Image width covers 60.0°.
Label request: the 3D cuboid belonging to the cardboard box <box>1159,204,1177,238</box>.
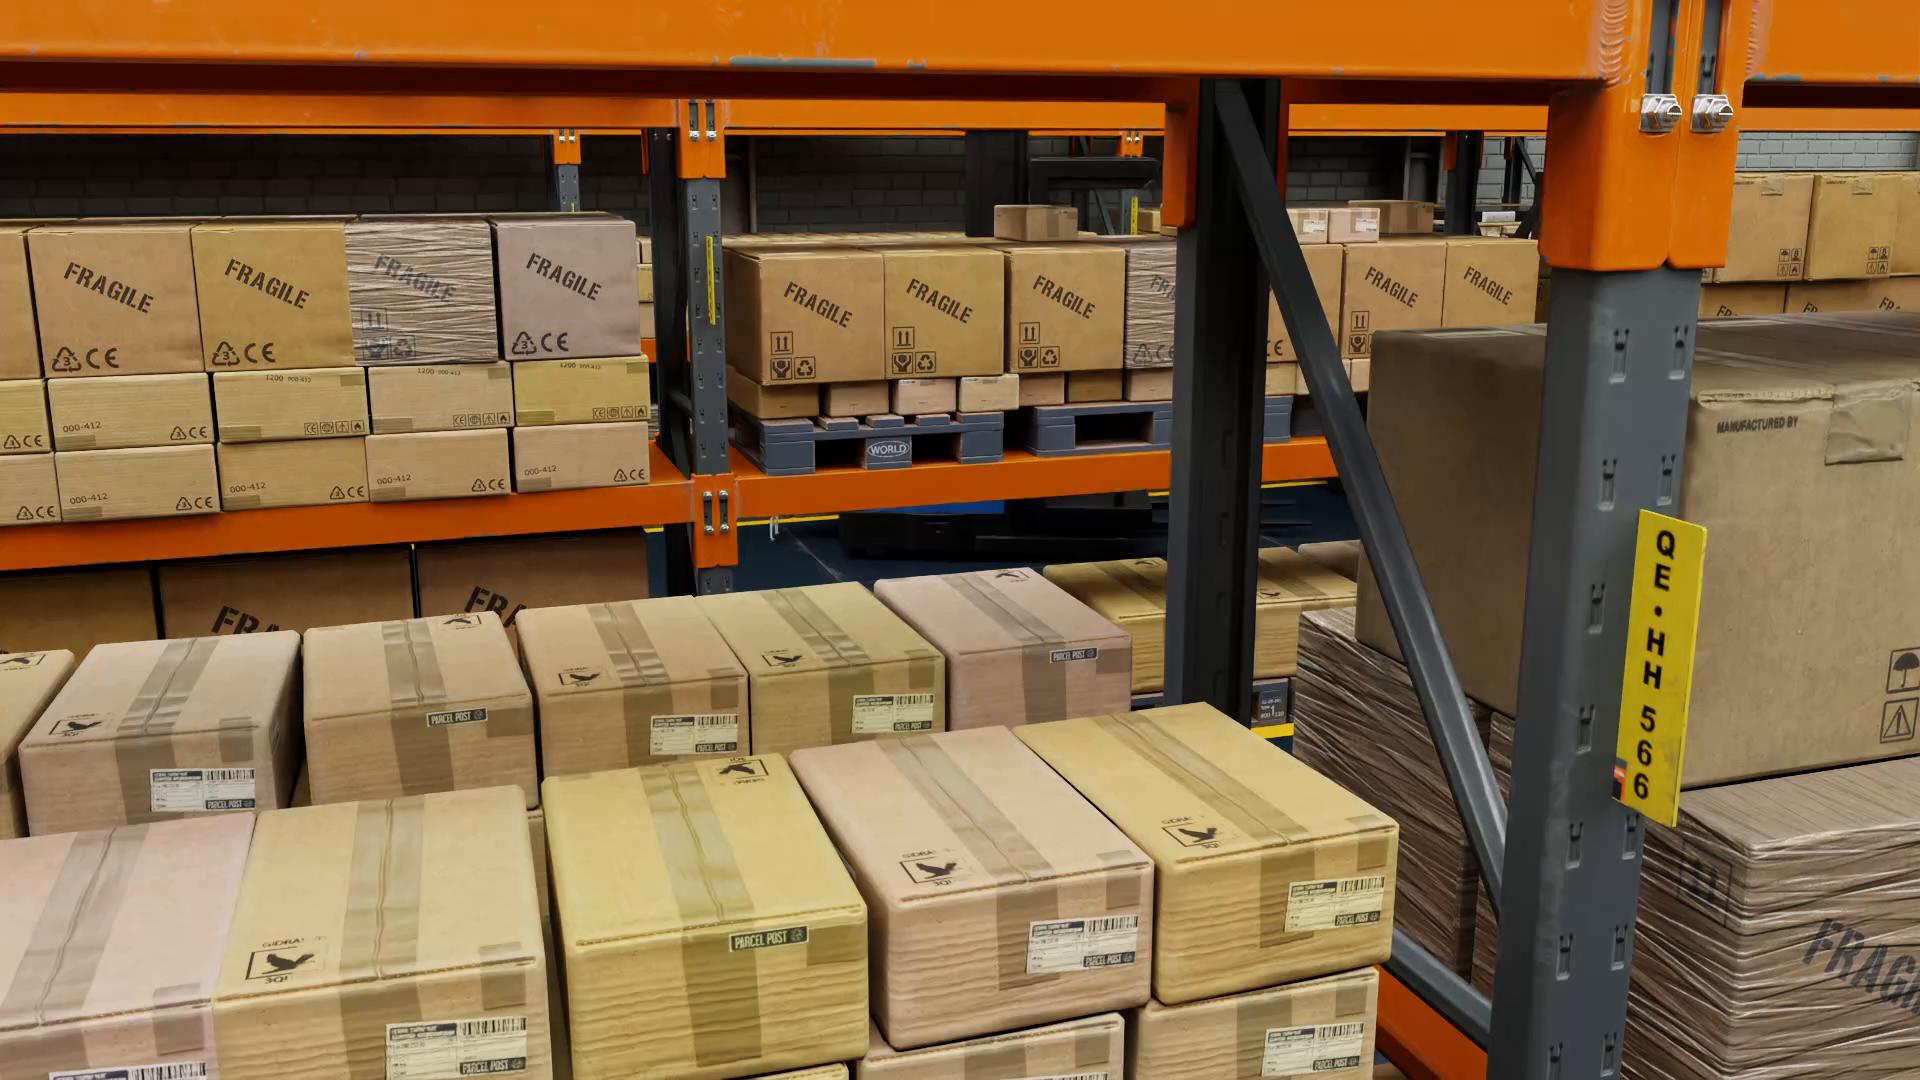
[{"bbox_3d":[1.115,-1.485,7.735,0.250,0.149,0.380,-4,14,-15],"label":"cardboard box"}]

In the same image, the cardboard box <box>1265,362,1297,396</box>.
[{"bbox_3d":[1.299,-0.743,7.419,0.250,0.149,0.380,-4,14,-18],"label":"cardboard box"}]

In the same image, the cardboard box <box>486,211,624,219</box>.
[{"bbox_3d":[-1.666,-1.089,6.860,0.500,0.500,0.500,-5,14,-20],"label":"cardboard box"}]

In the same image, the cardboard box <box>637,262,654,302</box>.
[{"bbox_3d":[-2.201,-1.769,11.340,0.500,0.250,0.500,-4,14,-18],"label":"cardboard box"}]

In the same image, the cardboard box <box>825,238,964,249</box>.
[{"bbox_3d":[-0.292,-1.069,7.388,0.500,0.500,0.500,-5,14,-19],"label":"cardboard box"}]

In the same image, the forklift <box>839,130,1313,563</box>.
[{"bbox_3d":[0.756,-1.405,10.715,3.031,2.935,1.130,1,13,2],"label":"forklift"}]

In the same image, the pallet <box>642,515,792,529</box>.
[{"bbox_3d":[-1.915,-0.320,12.033,1.213,0.211,1.003,-4,14,-18],"label":"pallet"}]

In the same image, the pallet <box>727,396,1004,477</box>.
[{"bbox_3d":[-0.479,-0.519,7.257,1.003,0.211,1.213,-4,14,-18],"label":"pallet"}]

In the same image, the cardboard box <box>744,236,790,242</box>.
[{"bbox_3d":[-1.351,-2.039,11.617,0.250,0.149,0.380,-4,14,-17],"label":"cardboard box"}]

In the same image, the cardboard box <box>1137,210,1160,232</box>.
[{"bbox_3d":[1.481,-2.387,12.436,0.250,0.149,0.380,-4,14,-17],"label":"cardboard box"}]

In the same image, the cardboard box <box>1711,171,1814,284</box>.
[{"bbox_3d":[3.648,-1.529,8.069,0.500,0.500,0.700,-4,14,-18],"label":"cardboard box"}]

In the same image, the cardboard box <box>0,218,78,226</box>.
[{"bbox_3d":[-3.594,-0.937,6.223,0.500,0.500,0.500,-4,14,-16],"label":"cardboard box"}]

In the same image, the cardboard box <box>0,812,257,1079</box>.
[{"bbox_3d":[-0.734,0.382,1.406,0.250,0.149,0.380,-4,14,-18],"label":"cardboard box"}]

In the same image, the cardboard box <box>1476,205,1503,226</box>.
[{"bbox_3d":[4.139,-2.601,13.335,0.250,0.149,0.380,-4,14,-17],"label":"cardboard box"}]

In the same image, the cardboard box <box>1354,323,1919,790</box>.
[{"bbox_3d":[0.983,-0.024,2.385,0.500,0.500,0.700,-5,14,-18],"label":"cardboard box"}]

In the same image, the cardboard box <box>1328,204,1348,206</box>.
[{"bbox_3d":[3.223,-2.674,13.641,0.250,0.149,0.380,-5,14,-19],"label":"cardboard box"}]

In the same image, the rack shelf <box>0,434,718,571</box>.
[{"bbox_3d":[-3.016,-0.039,6.378,4.000,0.370,1.077,-4,14,-18],"label":"rack shelf"}]

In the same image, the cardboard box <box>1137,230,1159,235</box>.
[{"bbox_3d":[1.470,-2.250,12.501,0.250,0.149,0.380,-5,14,-19],"label":"cardboard box"}]

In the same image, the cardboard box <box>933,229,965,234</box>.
[{"bbox_3d":[-0.061,-2.255,12.524,0.250,0.149,0.380,-5,14,-19],"label":"cardboard box"}]

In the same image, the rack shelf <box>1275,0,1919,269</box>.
[{"bbox_3d":[2.449,-0.715,2.739,4.000,0.370,1.077,-4,14,-18],"label":"rack shelf"}]

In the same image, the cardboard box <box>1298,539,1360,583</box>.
[{"bbox_3d":[2.174,0.282,8.247,0.625,0.372,0.950,-4,14,-17],"label":"cardboard box"}]

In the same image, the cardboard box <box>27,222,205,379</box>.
[{"bbox_3d":[-2.966,-0.865,5.921,0.500,0.500,0.500,-5,14,-19],"label":"cardboard box"}]

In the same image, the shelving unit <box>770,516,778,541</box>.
[{"bbox_3d":[-1.011,-0.603,11.086,0.503,1.200,0.258,1,13,2],"label":"shelving unit"}]

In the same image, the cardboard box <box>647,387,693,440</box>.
[{"bbox_3d":[-2.112,-0.717,11.898,0.625,0.625,0.875,-4,14,-16],"label":"cardboard box"}]

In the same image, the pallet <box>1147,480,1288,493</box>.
[{"bbox_3d":[1.851,-0.613,13.263,1.213,0.211,1.003,-4,14,-18],"label":"pallet"}]

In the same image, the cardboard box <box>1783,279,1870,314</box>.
[{"bbox_3d":[4.125,-1.072,8.311,0.500,0.500,0.500,-5,14,-19],"label":"cardboard box"}]

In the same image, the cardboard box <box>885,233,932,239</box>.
[{"bbox_3d":[-0.371,-2.109,11.911,0.250,0.149,0.380,-4,14,-18],"label":"cardboard box"}]

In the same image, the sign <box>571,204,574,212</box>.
[{"bbox_3d":[-2.525,-2.031,10.868,0.005,0.325,0.100,-4,14,-18],"label":"sign"}]

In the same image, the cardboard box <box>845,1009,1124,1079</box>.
[{"bbox_3d":[-0.022,0.472,1.671,0.250,0.149,0.380,-4,14,-16],"label":"cardboard box"}]

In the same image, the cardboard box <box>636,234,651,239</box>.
[{"bbox_3d":[-2.251,-2.101,11.876,0.250,0.149,0.380,-4,14,-17],"label":"cardboard box"}]

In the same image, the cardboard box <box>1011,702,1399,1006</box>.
[{"bbox_3d":[0.236,0.307,1.719,0.250,0.149,0.380,-5,14,-20],"label":"cardboard box"}]

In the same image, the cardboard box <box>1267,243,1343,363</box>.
[{"bbox_3d":[1.345,-1.071,7.397,0.500,0.500,0.500,-4,14,-16],"label":"cardboard box"}]

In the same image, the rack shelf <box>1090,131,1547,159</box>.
[{"bbox_3d":[2.979,-3.177,13.088,4.000,0.370,1.077,-4,14,-18],"label":"rack shelf"}]

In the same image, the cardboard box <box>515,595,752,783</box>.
[{"bbox_3d":[-0.434,0.200,2.171,0.250,0.149,0.380,-5,14,-18],"label":"cardboard box"}]

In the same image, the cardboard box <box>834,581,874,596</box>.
[{"bbox_3d":[-0.582,0.498,7.337,0.625,0.372,0.950,-5,14,-22],"label":"cardboard box"}]

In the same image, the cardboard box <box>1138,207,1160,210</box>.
[{"bbox_3d":[1.541,-2.528,13.028,0.250,0.149,0.380,-5,14,-20],"label":"cardboard box"}]

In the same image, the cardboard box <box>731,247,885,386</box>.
[{"bbox_3d":[-0.620,-0.916,6.747,0.500,0.500,0.500,-5,14,-20],"label":"cardboard box"}]

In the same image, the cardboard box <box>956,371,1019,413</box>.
[{"bbox_3d":[0.067,-0.641,6.990,0.250,0.149,0.380,-4,14,-18],"label":"cardboard box"}]

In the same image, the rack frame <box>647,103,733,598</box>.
[{"bbox_3d":[-1.121,-0.536,6.915,0.127,3.000,1.000,-4,14,-18],"label":"rack frame"}]

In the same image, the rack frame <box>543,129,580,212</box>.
[{"bbox_3d":[-2.707,-1.625,11.491,0.127,3.000,1.000,-4,14,-18],"label":"rack frame"}]

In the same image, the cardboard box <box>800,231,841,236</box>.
[{"bbox_3d":[-1.015,-2.175,12.186,0.250,0.149,0.380,-4,14,-16],"label":"cardboard box"}]

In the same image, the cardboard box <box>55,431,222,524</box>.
[{"bbox_3d":[-2.953,-0.250,6.037,0.500,0.250,0.500,-5,14,-19],"label":"cardboard box"}]

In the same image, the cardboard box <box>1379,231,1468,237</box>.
[{"bbox_3d":[2.135,-1.257,8.180,0.500,0.500,0.500,-4,14,-17],"label":"cardboard box"}]

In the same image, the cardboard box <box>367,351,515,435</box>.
[{"bbox_3d":[-1.983,-0.576,6.327,0.500,0.250,0.500,-5,14,-20],"label":"cardboard box"}]
